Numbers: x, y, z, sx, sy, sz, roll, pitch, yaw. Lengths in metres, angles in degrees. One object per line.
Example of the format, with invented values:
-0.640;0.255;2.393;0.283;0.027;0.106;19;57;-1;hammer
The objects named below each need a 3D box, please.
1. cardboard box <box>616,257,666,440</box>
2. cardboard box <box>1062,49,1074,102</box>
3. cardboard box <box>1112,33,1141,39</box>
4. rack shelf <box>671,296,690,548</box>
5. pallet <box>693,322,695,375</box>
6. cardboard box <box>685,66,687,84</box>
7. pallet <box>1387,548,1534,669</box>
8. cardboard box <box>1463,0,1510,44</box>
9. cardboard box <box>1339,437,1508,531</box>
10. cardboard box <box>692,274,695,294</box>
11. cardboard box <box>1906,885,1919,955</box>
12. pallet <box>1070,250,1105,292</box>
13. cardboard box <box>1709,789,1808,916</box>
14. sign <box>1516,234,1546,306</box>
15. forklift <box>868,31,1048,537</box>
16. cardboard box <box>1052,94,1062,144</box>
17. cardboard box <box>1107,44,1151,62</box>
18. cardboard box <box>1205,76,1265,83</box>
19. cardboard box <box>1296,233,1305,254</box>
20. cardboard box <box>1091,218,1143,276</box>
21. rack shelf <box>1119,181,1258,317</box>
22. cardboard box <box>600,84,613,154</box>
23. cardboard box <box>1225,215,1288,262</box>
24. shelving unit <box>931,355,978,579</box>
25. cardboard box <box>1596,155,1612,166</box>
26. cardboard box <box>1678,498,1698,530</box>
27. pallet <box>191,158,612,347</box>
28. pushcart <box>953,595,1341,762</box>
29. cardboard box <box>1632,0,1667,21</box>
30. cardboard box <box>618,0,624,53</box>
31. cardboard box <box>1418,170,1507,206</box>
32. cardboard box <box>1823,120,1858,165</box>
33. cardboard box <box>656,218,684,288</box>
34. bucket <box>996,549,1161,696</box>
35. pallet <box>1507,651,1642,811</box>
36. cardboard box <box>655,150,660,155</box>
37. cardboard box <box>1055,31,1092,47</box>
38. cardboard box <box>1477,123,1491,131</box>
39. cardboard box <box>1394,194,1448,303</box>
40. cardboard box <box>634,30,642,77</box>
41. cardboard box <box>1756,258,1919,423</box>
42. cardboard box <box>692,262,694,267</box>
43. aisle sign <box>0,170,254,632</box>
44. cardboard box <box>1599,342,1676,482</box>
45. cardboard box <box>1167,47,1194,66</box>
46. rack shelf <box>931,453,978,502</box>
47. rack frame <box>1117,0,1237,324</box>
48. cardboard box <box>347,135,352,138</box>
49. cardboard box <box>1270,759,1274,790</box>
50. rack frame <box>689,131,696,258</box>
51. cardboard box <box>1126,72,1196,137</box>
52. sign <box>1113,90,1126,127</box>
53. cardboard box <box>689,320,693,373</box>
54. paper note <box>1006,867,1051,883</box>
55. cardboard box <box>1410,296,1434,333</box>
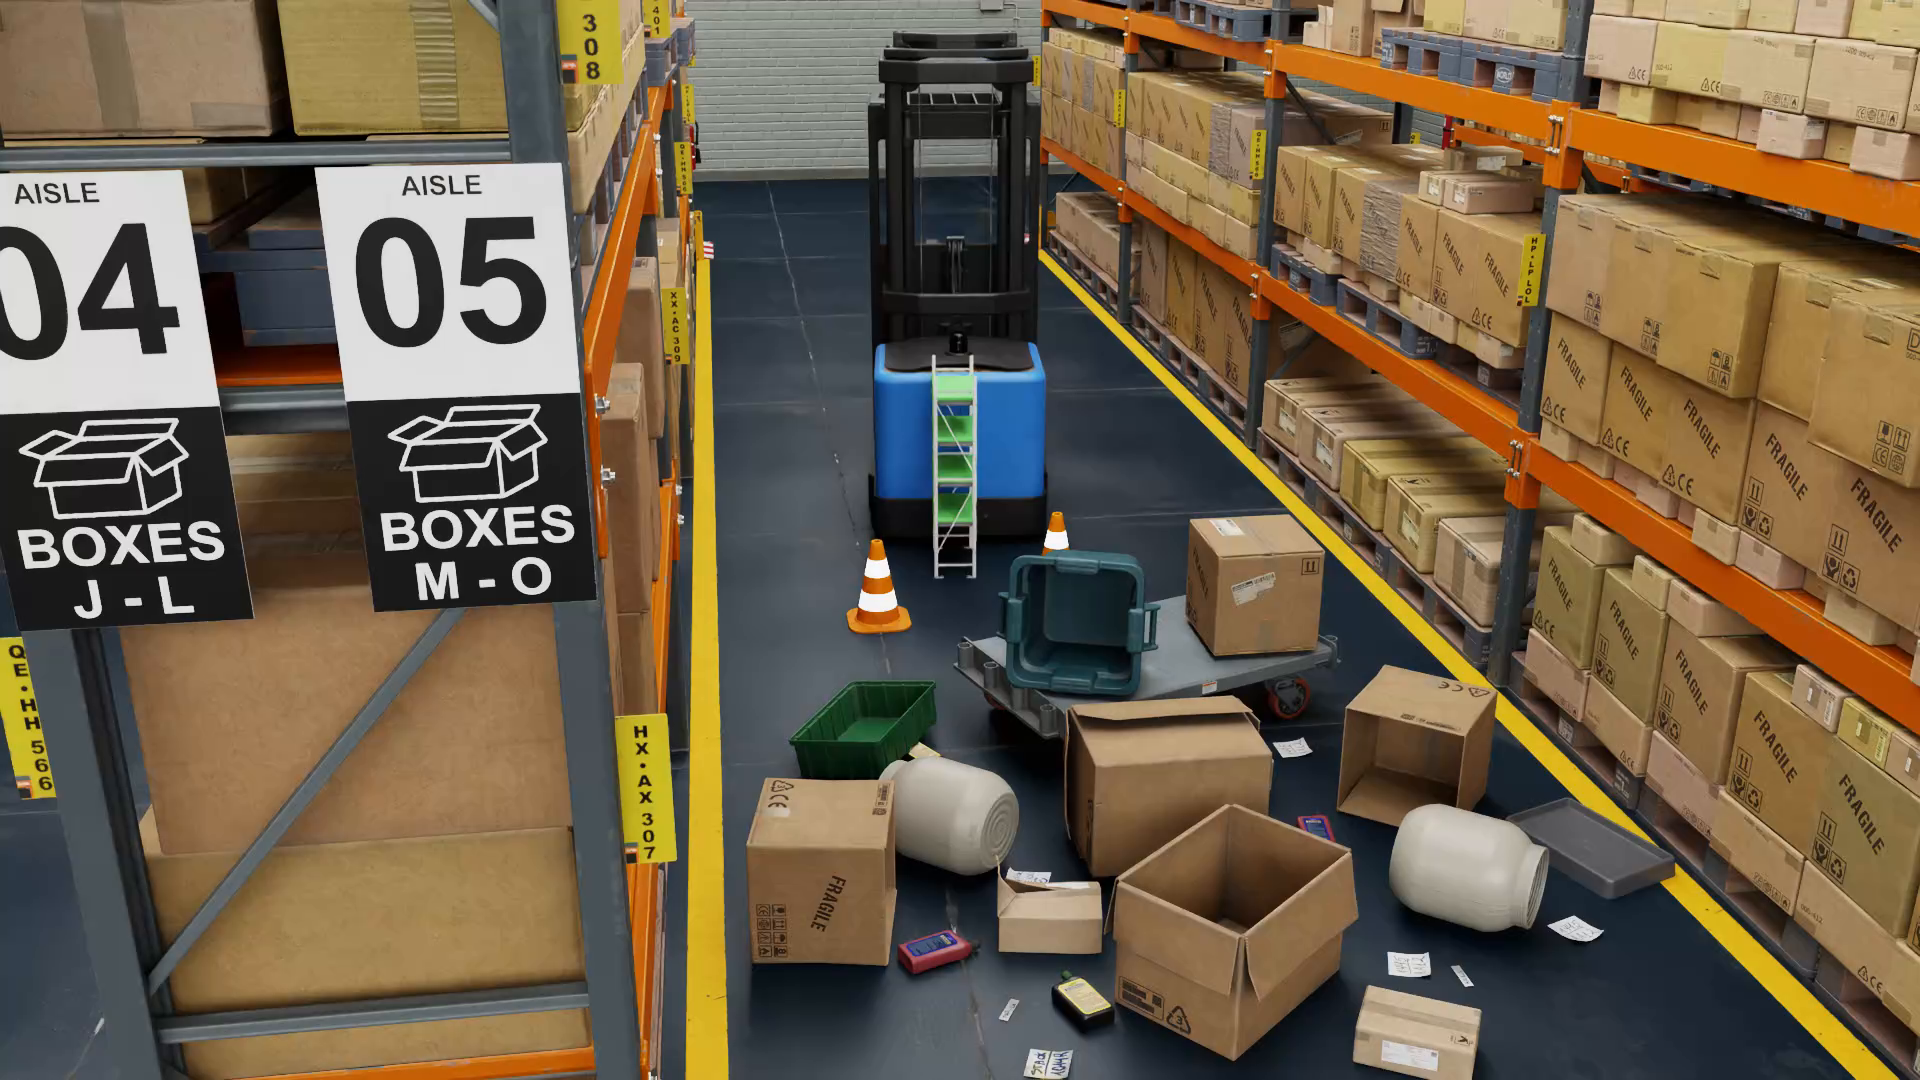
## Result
-1.529;-0.688;6.012;0.875;0.550;0.550;-3;21;-8;cardboard box
1.362;-4.843;17.324;0.500;0.500;0.500;-3;21;-8;cardboard box
1.805;-5.215;17.392;0.380;0.149;0.250;-3;21;-8;cardboard box
-2.031;-0.781;9.048;1.077;0.370;4.000;-3;21;-8;rack shelf
-2.782;-1.620;14.251;1.003;0.211;1.213;-3;21;-8;pallet
-3.003;-4.734;16.607;0.500;0.500;0.500;-2;21;-5;cardboard box
3.028;0.327;9.040;1.003;0.211;1.213;-3;21;-8;pallet
2.846;-2.612;8.250;0.500;0.250;0.500;-3;21;-7;cardboard box
2.854;-0.347;10.013;0.950;0.372;0.625;-2;21;-6;cardboard box
-2.631;-2.338;15.237;0.380;0.149;0.250;-2;21;-5;cardboard box
3.344;1.151;5.106;0.500;0.500;0.500;-3;21;-7;cardboard box
1.777;-2.864;17.583;1.003;0.211;1.213;-3;21;-8;pallet
3.187;1.139;6.209;0.500;0.250;0.500;-4;21;-10;cardboard box
2.593;-1.223;7.549;0.100;0.325;0.005;-3;21;-8;sign
-0.045;-1.859;11.005;1.130;2.935;3.031;-1;20;-2;forklift
1.297;-4.557;17.988;0.500;0.500;0.500;-3;21;-9;cardboard box
1.618;-4.660;15.907;0.380;0.149;0.250;-3;21;-8;cardboard box
2.383;-3.674;14.195;0.500;0.500;0.500;-3;21;-7;cardboard box
2.435;-1.953;10.916;0.380;0.149;0.250;-4;21;-11;cardboard box
1.874;-3.009;17.048;0.875;0.438;0.875;-4;21;-9;cardboard box
2.276;-2.451;13.518;1.077;0.370;4.000;-3;21;-8;rack shelf
-1.008;-0.969;3.853;0.380;0.149;0.250;-3;21;-7;cardboard box
2.235;-2.187;11.998;0.500;0.250;0.500;-4;21;-10;cardboard box
-0.035;-0.425;9.640;0.258;1.200;0.503;-1;20;-2;shelving unit
6.544;-3.801;16.464;0.380;0.149;0.250;-2;21;-6;cardboard box
3.096;-0.114;6.593;0.380;0.149;0.250;-3;21;-8;cardboard box
-1.283;-0.661;3.537;1.003;0.211;1.213;-3;21;-8;pallet
0.892;0.651;7.935;1.648;0.377;0.936;-11;23;-26;pushcart
2.930;-2.157;6.637;0.380;0.149;0.250;-2;21;-6;cardboard box
-1.201;-1.463;4.604;0.500;0.250;0.500;-3;21;-8;cardboard box
2.676;-1.877;8.859;0.380;0.149;0.250;-4;21;-10;cardboard box
3.165;-1.342;5.595;0.380;0.149;0.250;-3;21;-7;cardboard box
-1.988;-1.715;10.377;0.500;0.500;0.500;-3;21;-8;cardboard box
0.559;0.327;7.560;0.726;0.611;0.620;4;11;11;bucket
3.273;0.827;7.700;1.003;0.211;1.213;-3;21;-8;pallet
-2.385;-2.793;12.315;0.380;0.149;0.250;-2;21;-6;cardboard box
1.221;-5.364;17.792;0.380;0.149;0.250;-2;21;-6;cardboard box
6.181;-4.785;19.101;0.380;0.149;0.250;-2;21;-6;cardboard box
2.706;-1.592;9.023;0.500;0.500;0.500;-2;21;-6;cardboard box
-1.298;-1.670;5.729;0.380;0.149;0.250;-3;21;-7;cardboard box
3.253;-0.672;5.732;0.700;0.500;0.500;-3;21;-8;cardboard box
-2.953;-2.920;17.222;0.380;0.149;0.250;-4;21;-10;cardboard box
-1.453;-0.219;2.799;0.394;0.787;0.004;-3;21;-8;aisle sign
3.024;-0.557;6.853;0.500;0.500;0.500;-3;21;-8;cardboard box
2.147;-4.509;15.504;0.380;0.149;0.250;-3;21;-7;cardboard box
-0.035;-0.365;9.662;0.258;0.148;0.480;-1;20;-2;rack shelf
1.988;-3.480;15.246;1.000;3.000;0.127;-3;21;-8;rack frame
-1.732;-1.110;4.229;0.380;0.149;0.250;-3;21;-7;cardboard box
1.135;0.961;7.264;0.396;0.266;0.258;17;27;39;cardboard box
-3.472;-4.580;18.192;1.000;3.000;0.127;-3;21;-8;rack frame
1.767;-3.828;14.607;0.500;0.500;0.500;-3;21;-7;cardboard box
1.439;-3.894;15.005;0.100;0.325;0.005;-3;21;-8;sign
-2.396;-1.622;13.244;0.500;0.500;0.500;-3;21;-9;cardboard box
0.264;1.347;6.577;0.172;0.023;0.155;4;21;11;paper note
2.660;-1.221;8.957;0.380;0.149;0.250;-3;21;-7;cardboard box
